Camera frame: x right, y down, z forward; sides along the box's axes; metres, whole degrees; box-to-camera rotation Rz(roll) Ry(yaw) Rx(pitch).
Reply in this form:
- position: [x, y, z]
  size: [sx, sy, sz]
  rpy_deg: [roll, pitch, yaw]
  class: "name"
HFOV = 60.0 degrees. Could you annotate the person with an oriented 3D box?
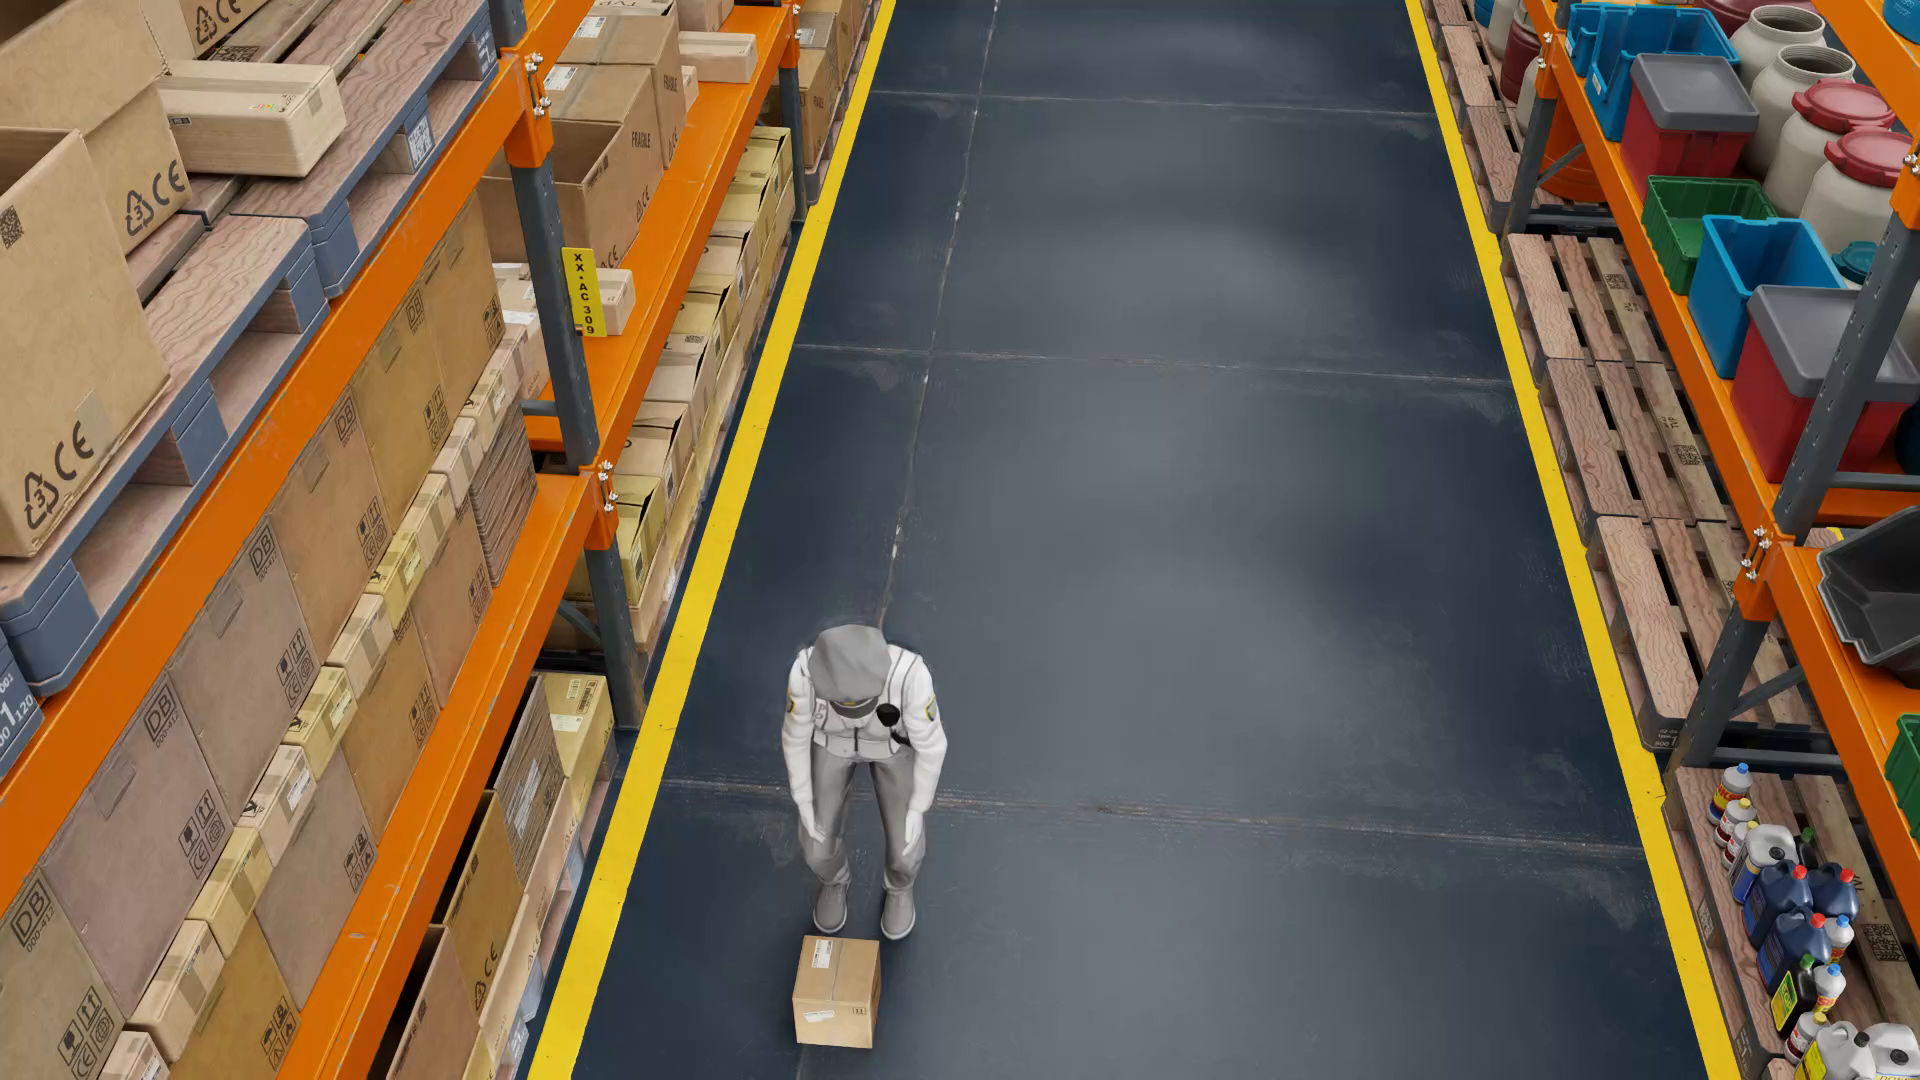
- position: [-0.302, 0.754, 5.420]
  size: [0.531, 1.479, 0.634]
  rpy_deg: [4, 40, 4]
  class: "person"
